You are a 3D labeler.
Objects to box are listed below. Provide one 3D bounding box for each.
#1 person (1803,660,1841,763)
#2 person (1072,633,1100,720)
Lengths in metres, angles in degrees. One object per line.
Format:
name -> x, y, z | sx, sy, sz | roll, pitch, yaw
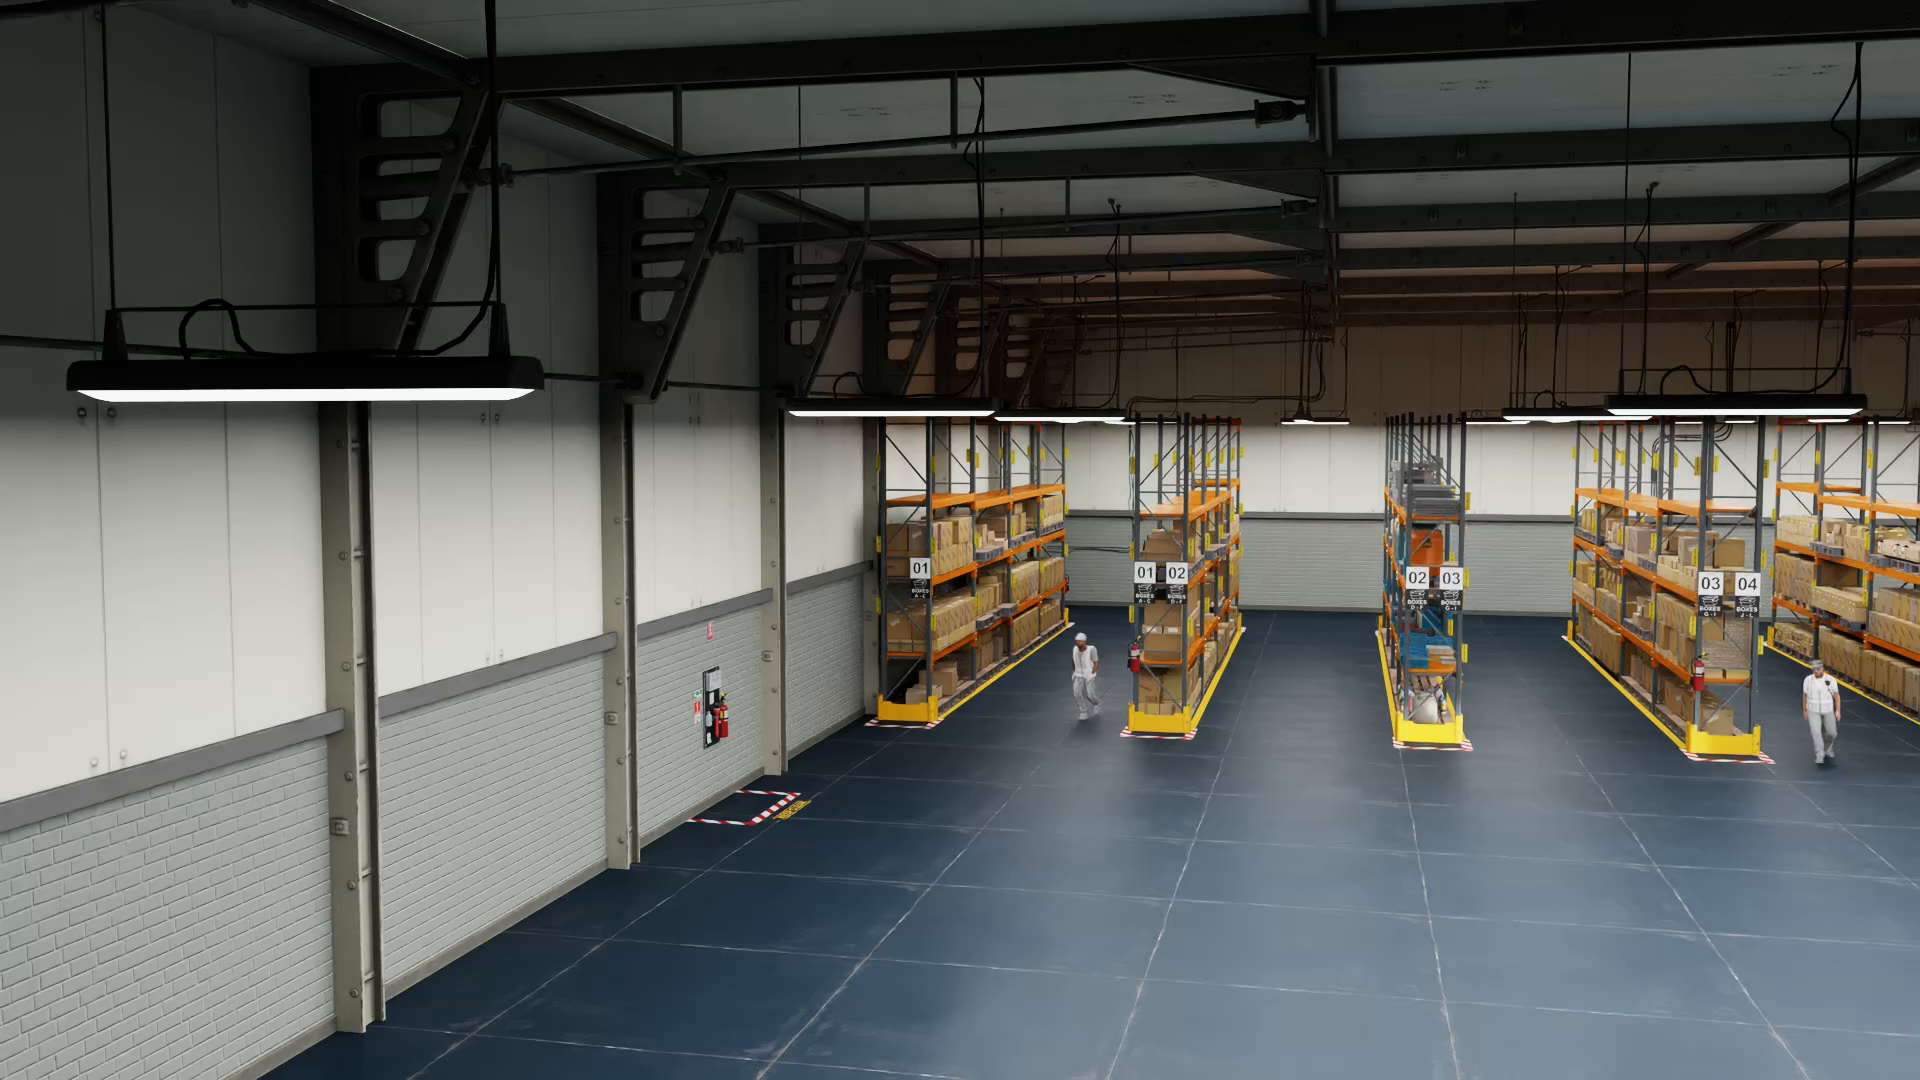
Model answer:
person -> 14.784, 2.920, 28.525 | 0.586, 1.732, 0.775 | 2, 4, 28
person -> 2.468, 2.661, 32.792 | 0.607, 1.696, 0.798 | 2, 4, 27
